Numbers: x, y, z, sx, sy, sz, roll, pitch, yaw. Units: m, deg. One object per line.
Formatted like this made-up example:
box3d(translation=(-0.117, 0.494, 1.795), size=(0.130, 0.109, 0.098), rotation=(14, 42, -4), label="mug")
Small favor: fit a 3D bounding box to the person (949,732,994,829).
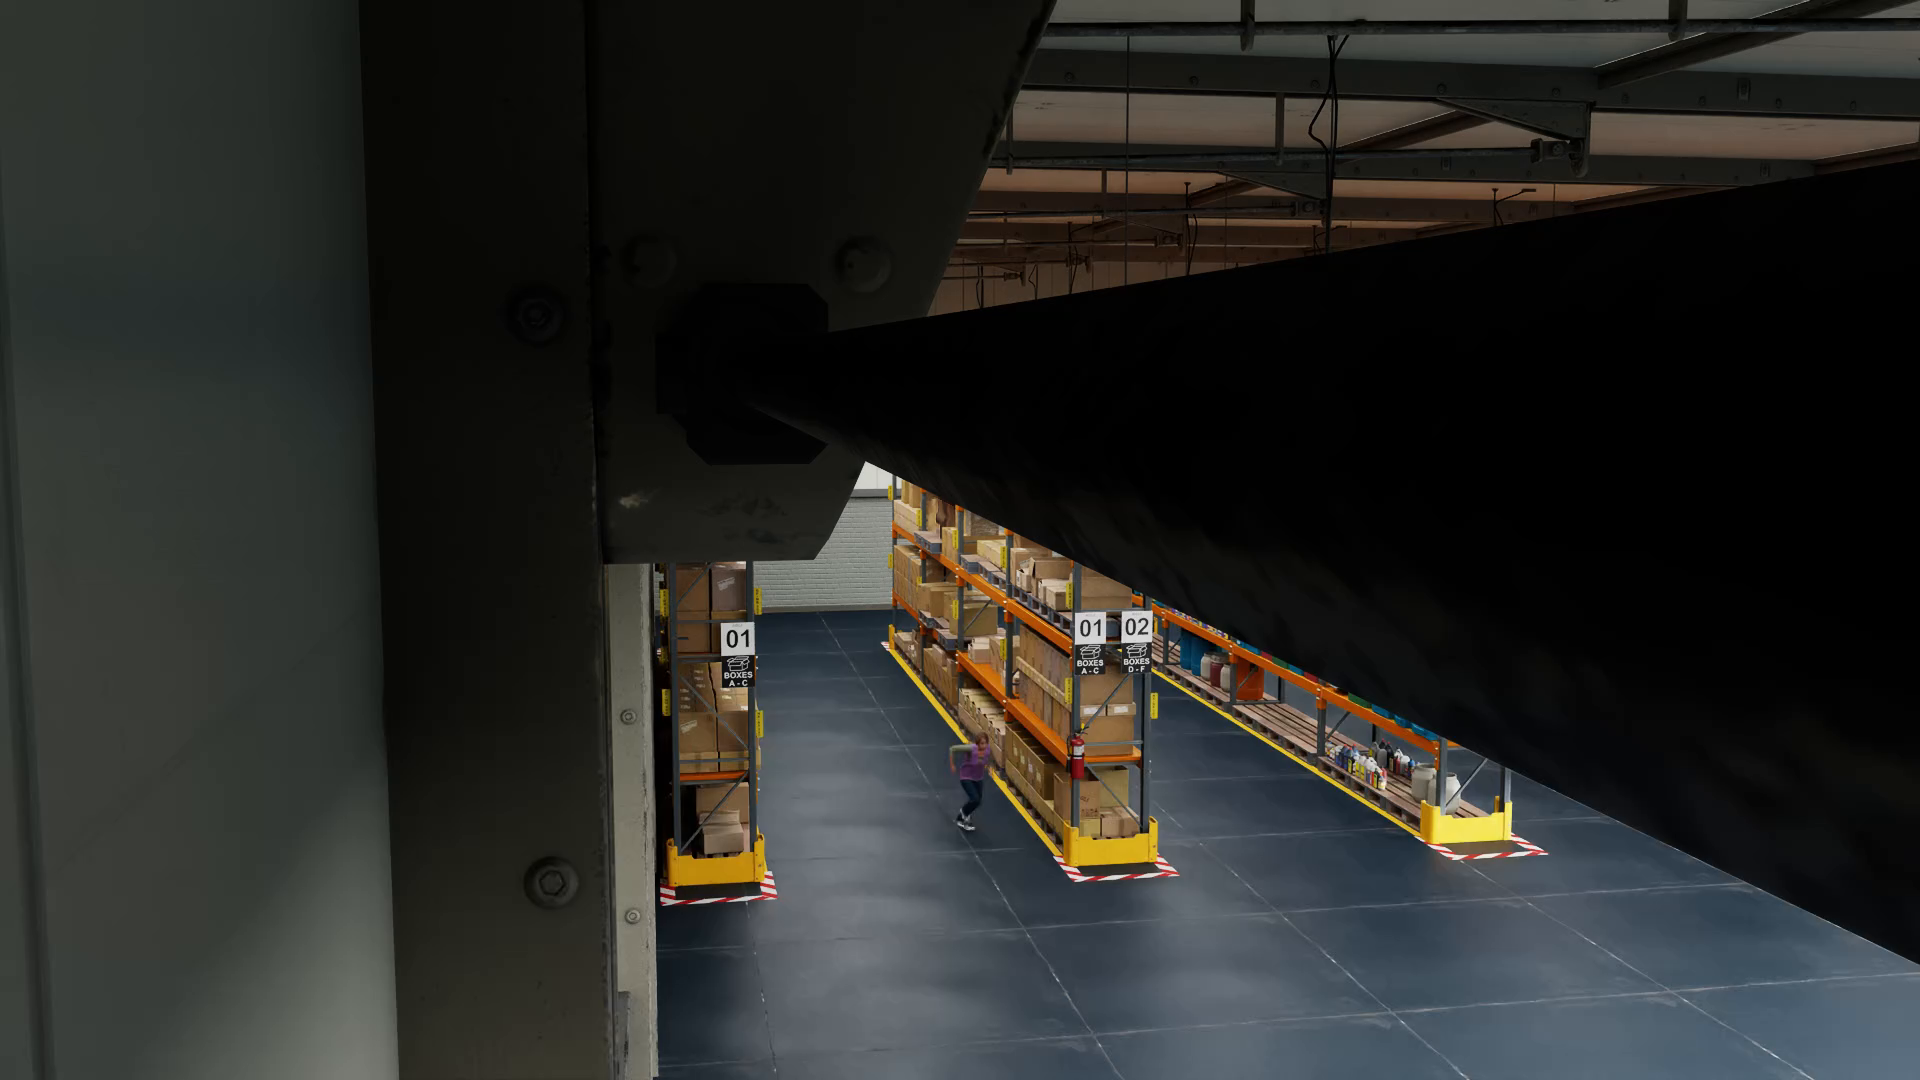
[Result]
box3d(translation=(0.147, 3.224, 22.170), size=(0.566, 1.432, 0.830), rotation=(-3, 7, -27), label="person")
